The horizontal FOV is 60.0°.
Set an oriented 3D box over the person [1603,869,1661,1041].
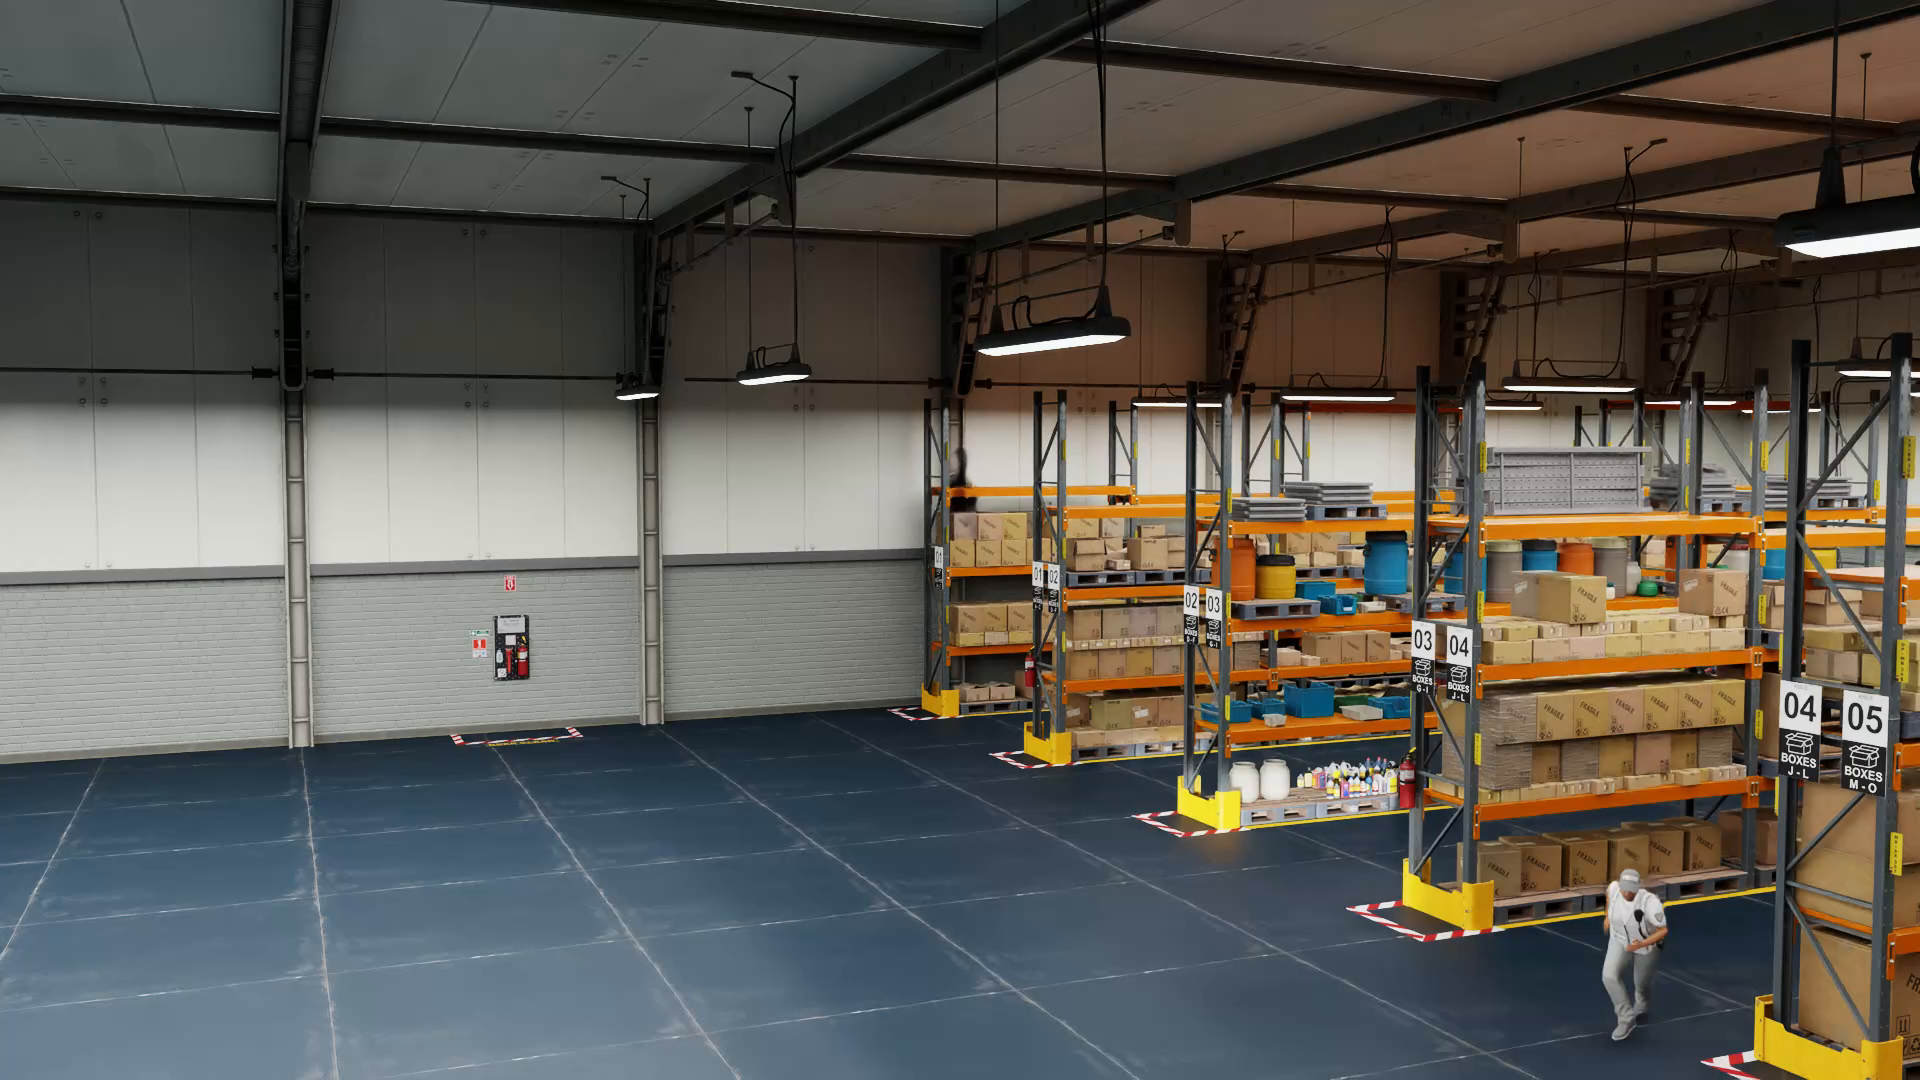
[{"bbox_3d":[5.907,3.545,14.554,0.395,1.503,1.034,3,4,37],"label":"person"}]
